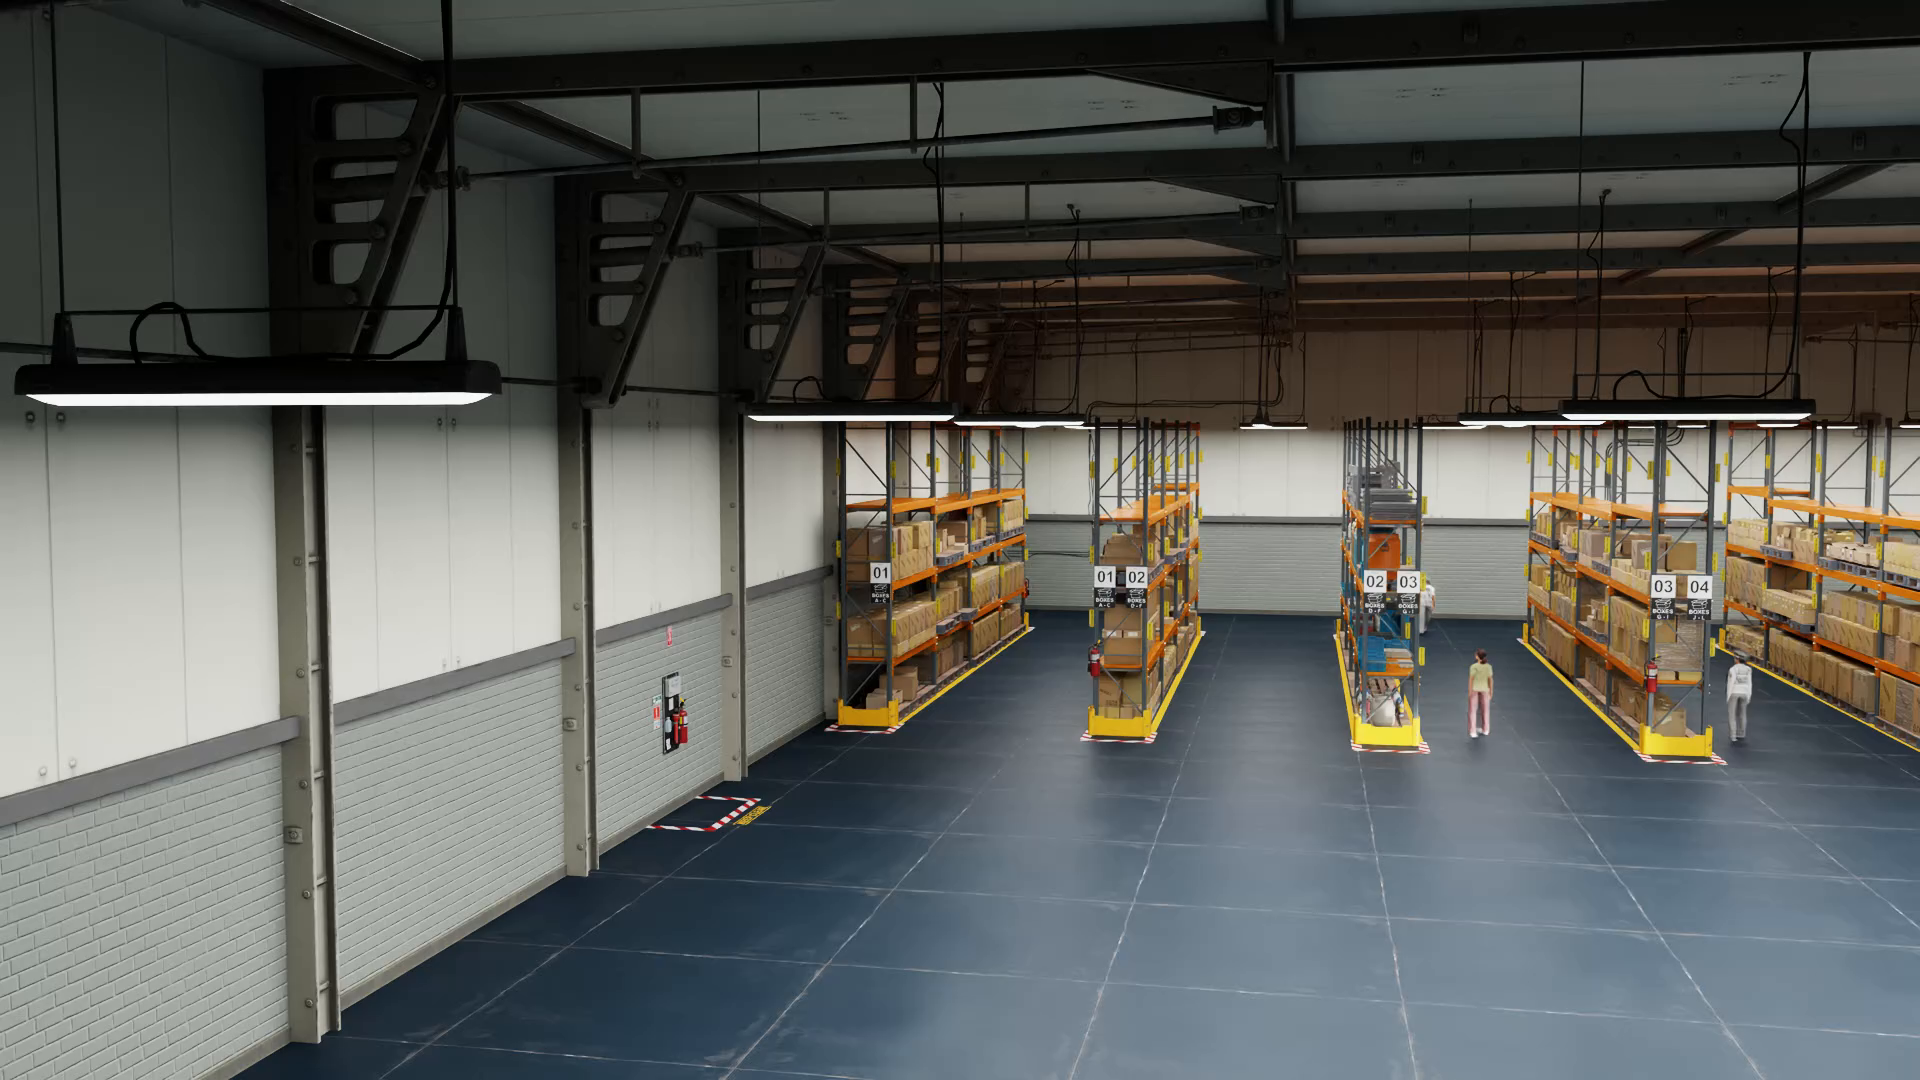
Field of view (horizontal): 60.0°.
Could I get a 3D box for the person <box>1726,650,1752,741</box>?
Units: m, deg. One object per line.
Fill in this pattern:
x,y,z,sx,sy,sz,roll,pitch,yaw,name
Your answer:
14.489,2.877,30.978,0.467,1.684,0.552,1,4,9,person

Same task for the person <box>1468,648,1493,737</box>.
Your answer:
9.822,2.861,31.351,0.427,1.667,0.578,1,4,18,person

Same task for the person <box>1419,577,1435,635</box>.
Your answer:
13.198,1.858,47.156,0.475,1.617,0.966,0,4,2,person
